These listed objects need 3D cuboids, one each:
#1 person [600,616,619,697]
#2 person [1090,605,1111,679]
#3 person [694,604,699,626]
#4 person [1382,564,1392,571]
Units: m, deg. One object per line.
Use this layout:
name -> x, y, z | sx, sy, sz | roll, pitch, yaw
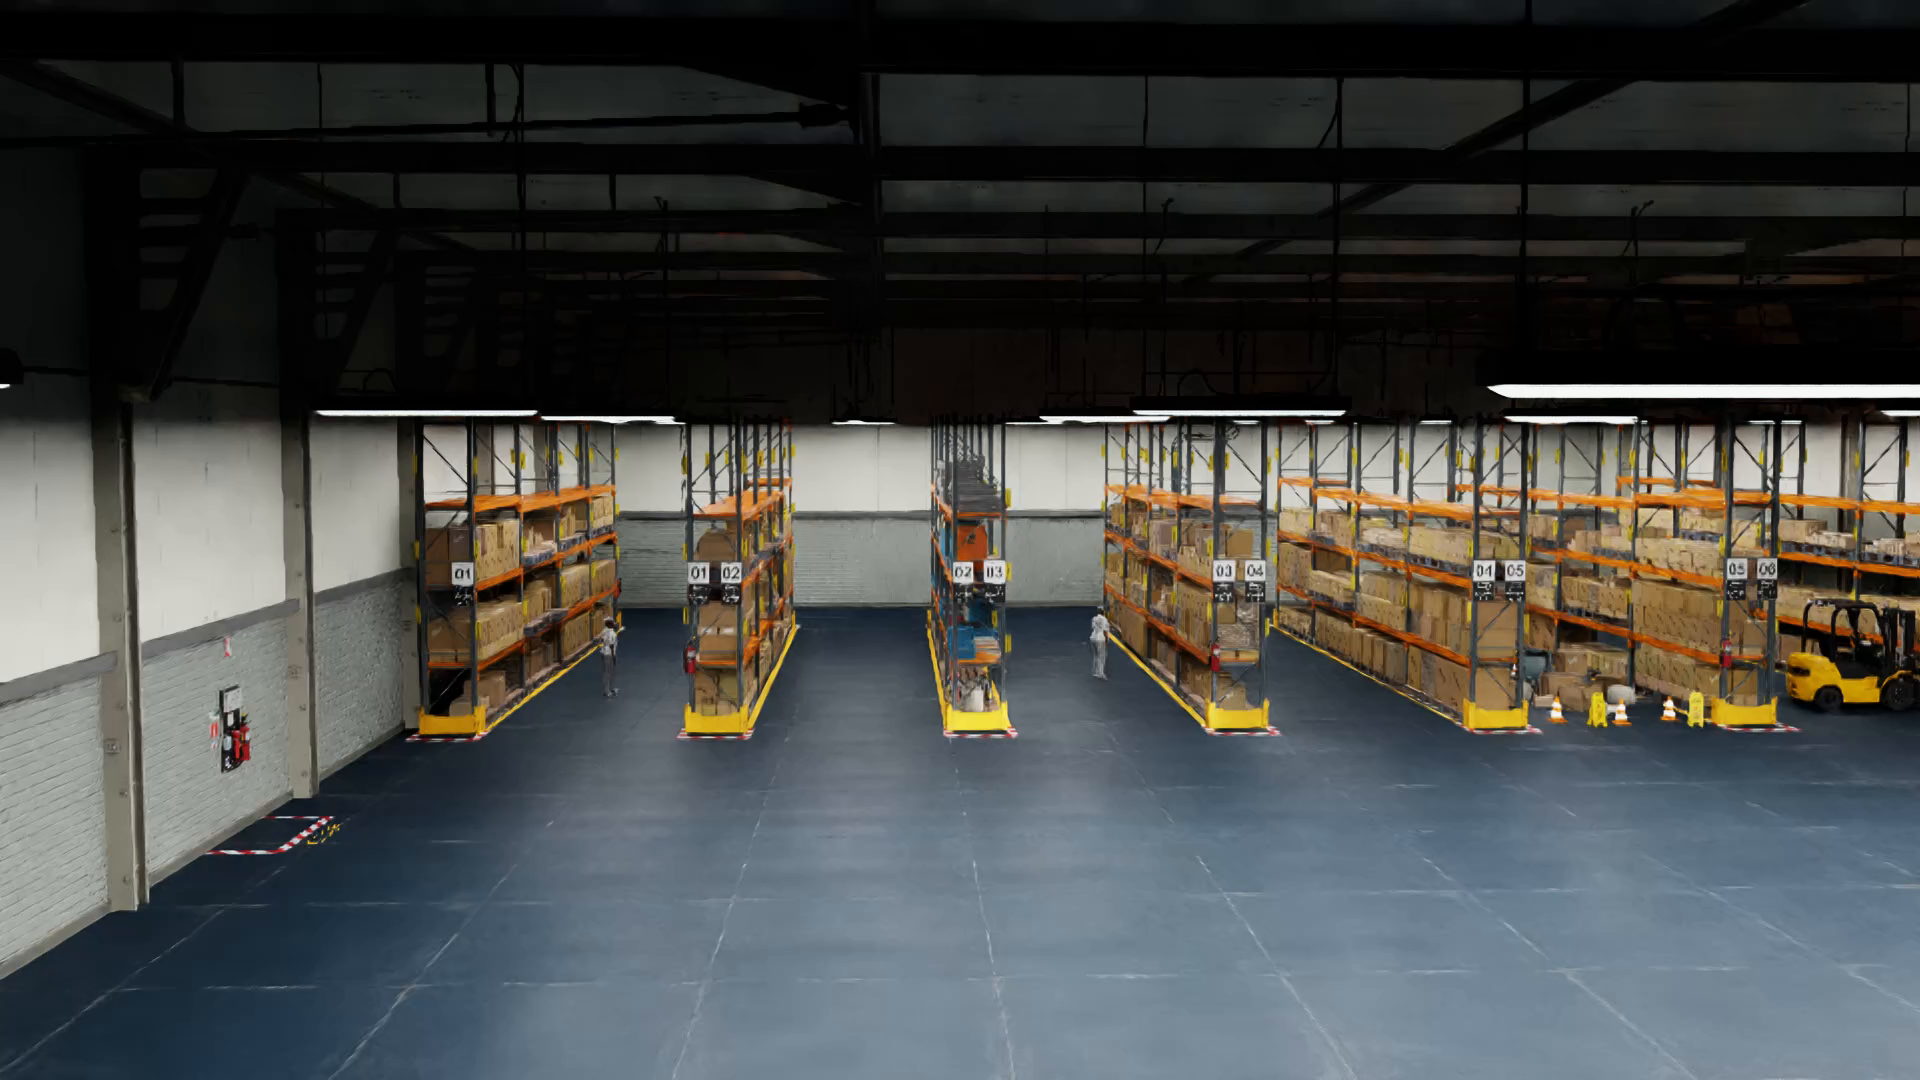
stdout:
person -> -7.427, 2.463, 35.397 | 0.440, 1.683, 0.552 | -2, 5, -30
person -> 3.207, 2.311, 37.784 | 0.449, 1.668, 0.530 | -3, 5, -33
person -> -7.451, 1.626, 47.913 | 0.460, 1.676, 0.576 | 2, 4, 22
person -> 13.006, 1.451, 50.518 | 0.406, 1.658, 0.576 | -3, 5, -40
